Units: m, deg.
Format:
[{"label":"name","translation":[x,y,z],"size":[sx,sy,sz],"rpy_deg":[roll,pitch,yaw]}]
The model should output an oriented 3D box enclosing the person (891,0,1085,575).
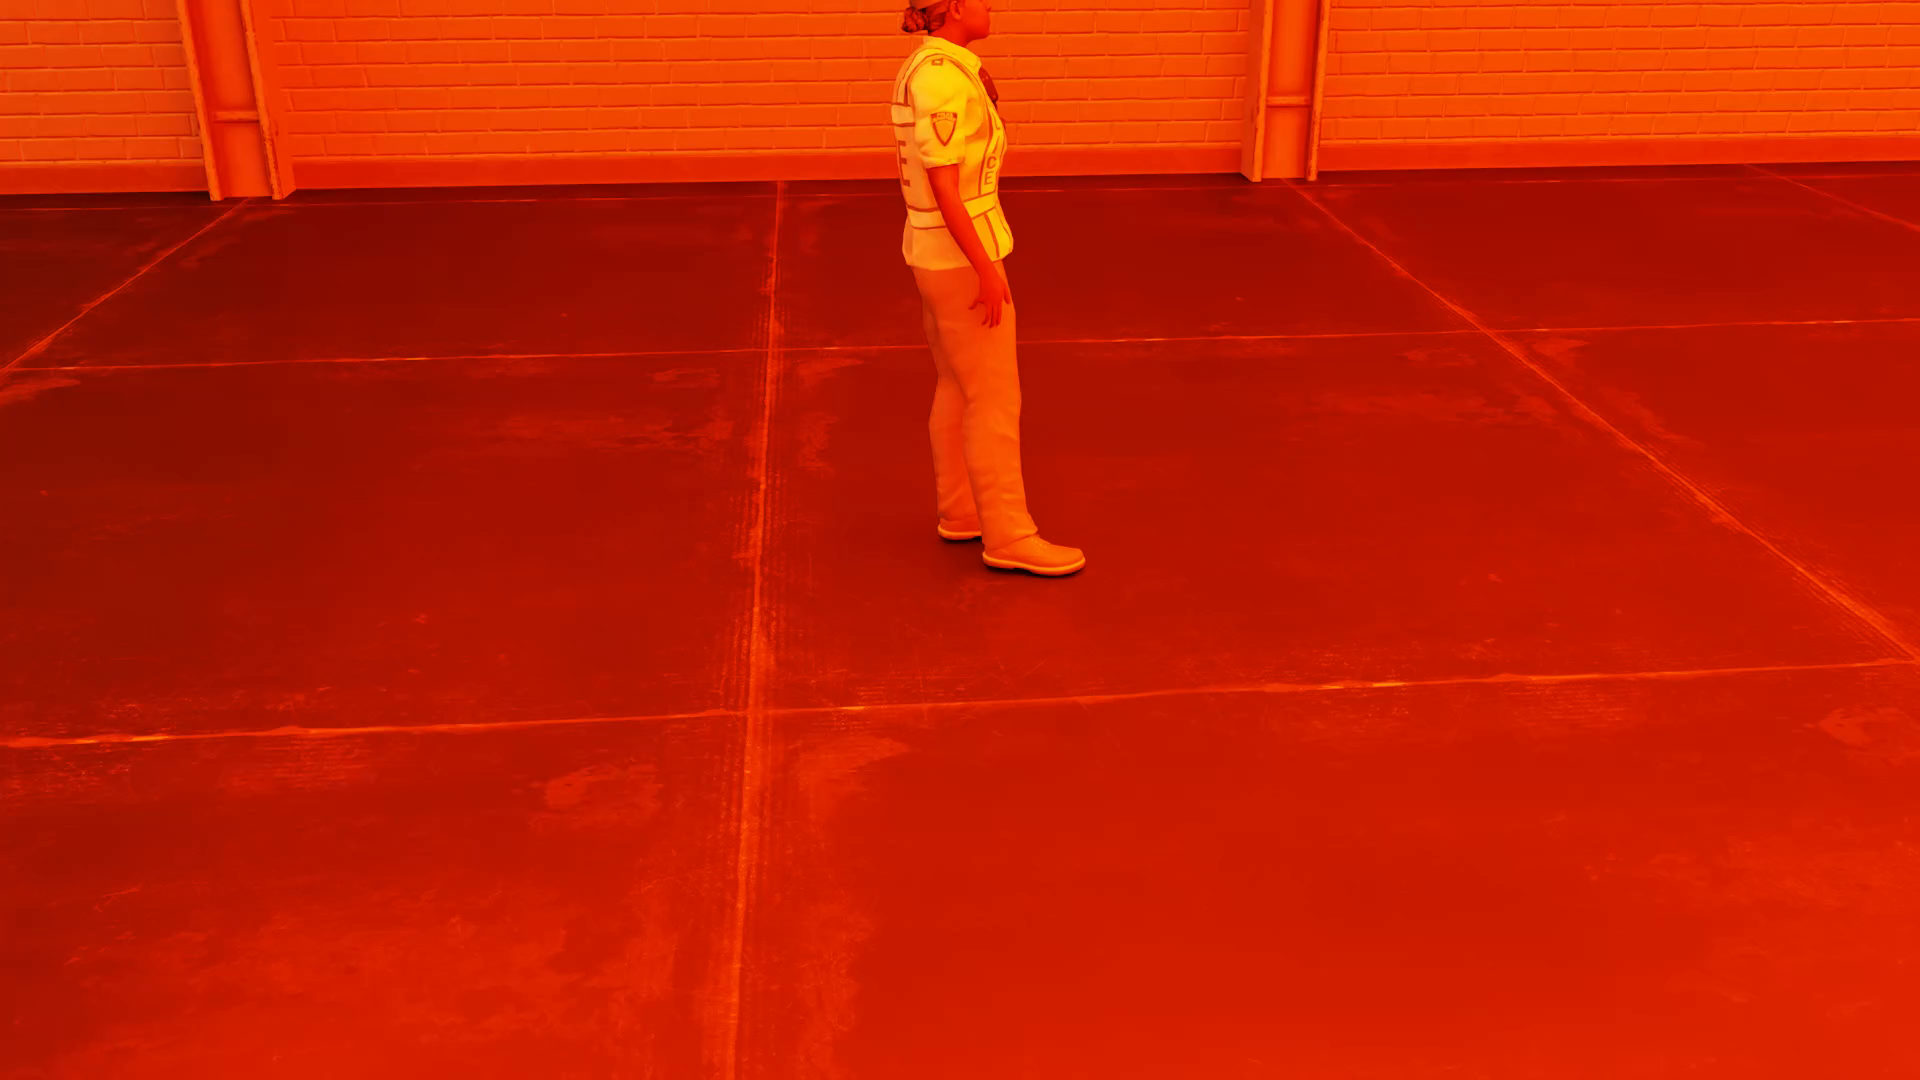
[{"label":"person","translation":[0.077,-0.777,4.648],"size":[0.528,1.693,0.569],"rpy_deg":[-2,24,-5]}]
